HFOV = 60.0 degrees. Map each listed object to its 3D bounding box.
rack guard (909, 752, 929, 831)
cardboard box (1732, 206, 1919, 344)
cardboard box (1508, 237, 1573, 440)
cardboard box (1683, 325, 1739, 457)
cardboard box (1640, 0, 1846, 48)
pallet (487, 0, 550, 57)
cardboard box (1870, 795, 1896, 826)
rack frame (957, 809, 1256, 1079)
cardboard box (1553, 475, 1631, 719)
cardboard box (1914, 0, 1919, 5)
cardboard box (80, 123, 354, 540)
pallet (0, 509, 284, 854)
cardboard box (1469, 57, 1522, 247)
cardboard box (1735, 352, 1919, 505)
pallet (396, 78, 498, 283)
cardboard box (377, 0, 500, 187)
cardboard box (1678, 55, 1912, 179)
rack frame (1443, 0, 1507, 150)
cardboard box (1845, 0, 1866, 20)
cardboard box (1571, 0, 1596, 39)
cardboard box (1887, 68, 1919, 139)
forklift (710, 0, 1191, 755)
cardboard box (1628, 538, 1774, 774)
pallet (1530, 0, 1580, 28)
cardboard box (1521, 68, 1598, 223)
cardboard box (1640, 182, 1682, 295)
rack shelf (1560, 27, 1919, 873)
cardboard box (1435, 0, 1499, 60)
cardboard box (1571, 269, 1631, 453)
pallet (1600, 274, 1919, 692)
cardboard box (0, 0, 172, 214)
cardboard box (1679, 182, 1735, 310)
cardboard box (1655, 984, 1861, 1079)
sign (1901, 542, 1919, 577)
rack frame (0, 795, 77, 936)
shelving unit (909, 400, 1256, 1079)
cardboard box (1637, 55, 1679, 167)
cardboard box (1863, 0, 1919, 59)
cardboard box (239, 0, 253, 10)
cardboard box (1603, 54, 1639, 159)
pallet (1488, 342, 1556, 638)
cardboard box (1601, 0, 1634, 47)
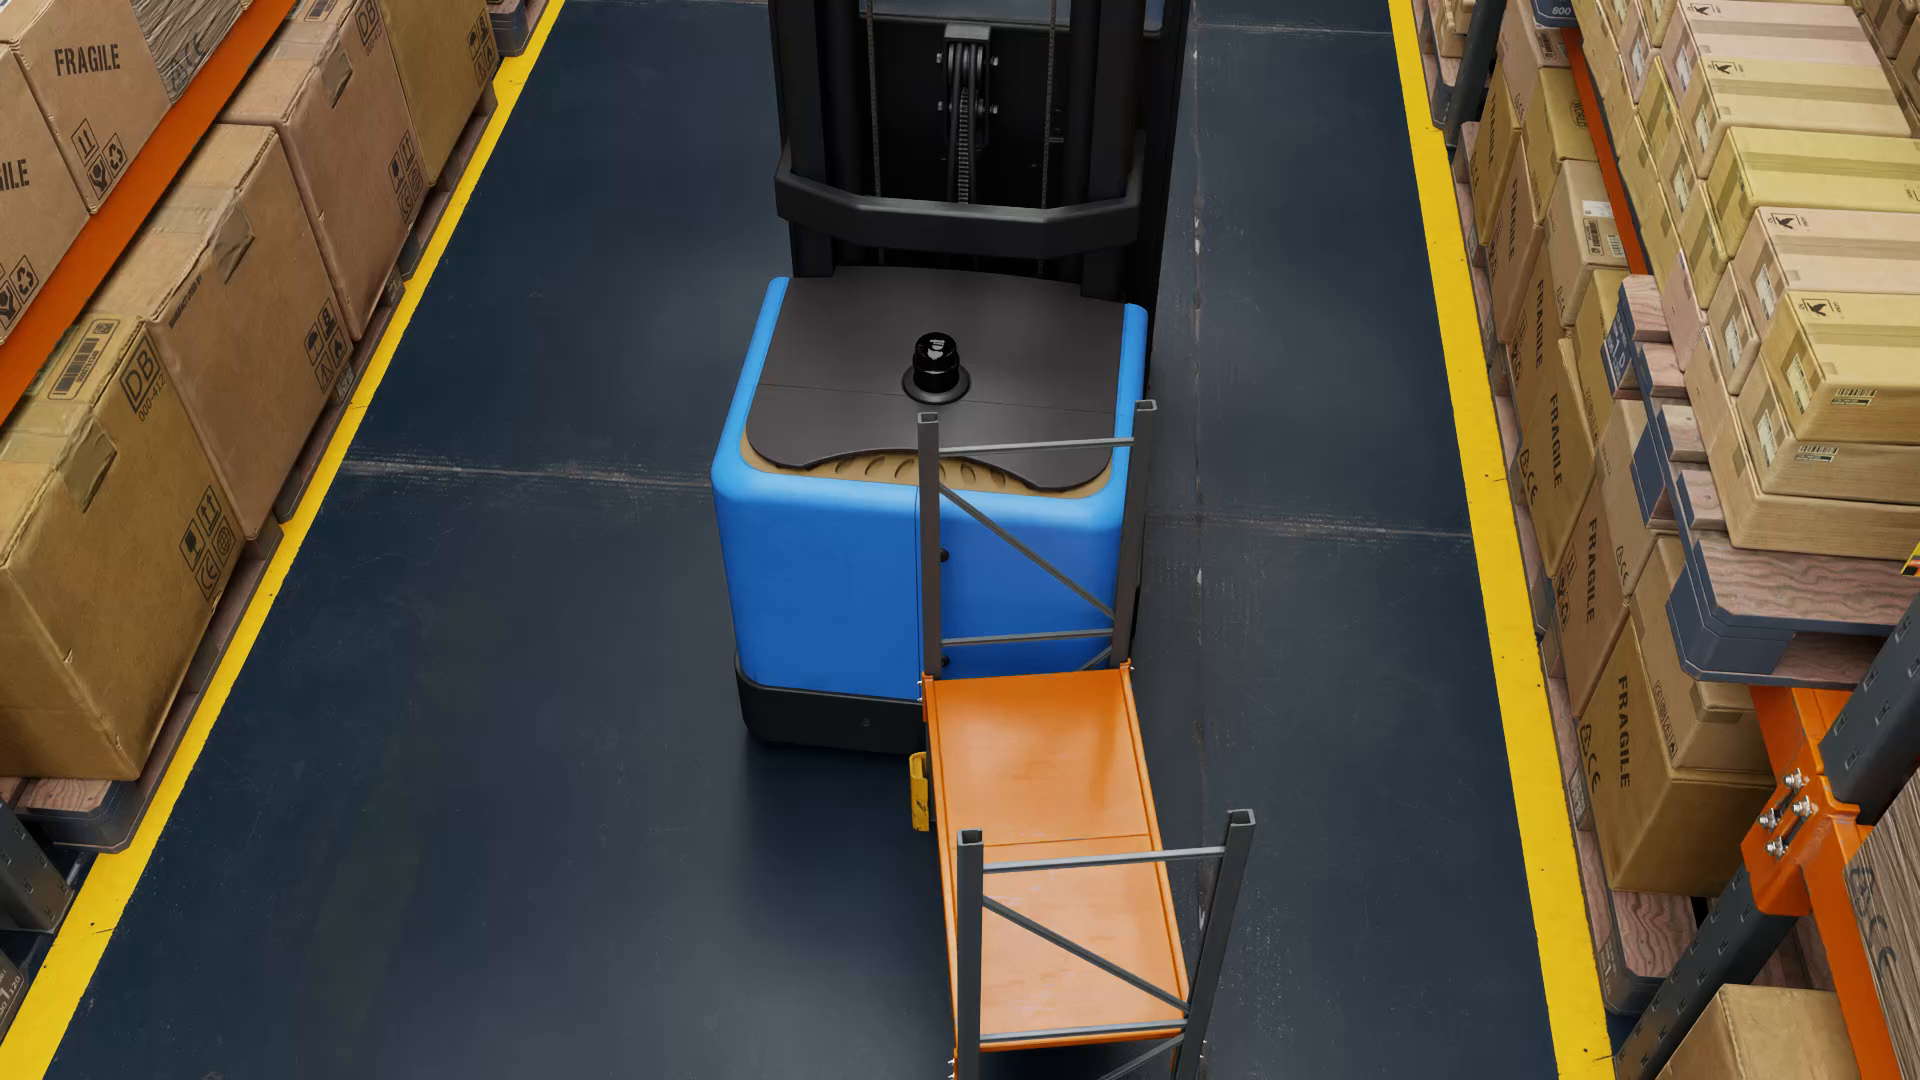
[{"bbox_3d":[0.161,0.661,4.476,0.587,0.250,0.087,-3,48,-3],"label":"rack guard"},{"bbox_3d":[1.706,-0.491,3.149,0.380,0.149,0.250,3,48,3],"label":"cardboard box"},{"bbox_3d":[2.045,-0.595,5.171,0.500,0.500,0.500,5,48,4],"label":"cardboard box"},{"bbox_3d":[1.705,-0.291,3.369,0.380,0.149,0.250,4,48,3],"label":"cardboard box"},{"bbox_3d":[1.801,-1.257,3.849,0.380,0.149,0.250,6,48,5],"label":"cardboard box"},{"bbox_3d":[-2.325,-2.617,7.501,1.003,0.211,1.213,4,48,4],"label":"pallet"},{"bbox_3d":[2.411,0.541,4.131,0.500,0.500,0.500,2,48,2],"label":"cardboard box"},{"bbox_3d":[0.245,0.986,3.332,0.500,1.500,0.032,-3,48,-3],"label":"rack frame"},{"bbox_3d":[1.944,0.162,4.479,0.500,0.500,0.500,6,48,5],"label":"cardboard box"},{"bbox_3d":[2.473,-1.391,3.972,0.380,0.149,0.250,3,48,3],"label":"cardboard box"},{"bbox_3d":[-2.665,-0.651,4.968,1.225,0.875,0.875,4,48,4],"label":"cardboard box"},{"bbox_3d":[-2.690,0.301,4.832,1.003,0.211,1.213,4,48,4],"label":"pallet"},{"bbox_3d":[2.126,-1.370,5.880,0.500,0.500,0.500,6,48,5],"label":"cardboard box"},{"bbox_3d":[1.685,-0.209,3.092,0.380,0.149,0.250,5,48,4],"label":"cardboard box"},{"bbox_3d":[-2.468,-1.492,6.471,1.003,0.211,1.213,4,48,4],"label":"pallet"},{"bbox_3d":[-2.511,-1.958,6.163,1.225,0.875,0.875,4,48,4],"label":"cardboard box"},{"bbox_3d":[1.751,-0.880,3.504,0.380,0.149,0.250,5,48,5],"label":"cardboard box"},{"bbox_3d":[2.458,-2.597,5.593,1.000,3.000,0.127,4,48,4],"label":"rack frame"},{"bbox_3d":[2.503,-1.391,4.376,0.380,0.149,0.250,6,48,5],"label":"cardboard box"},{"bbox_3d":[1.850,-1.436,4.416,0.380,0.149,0.250,3,48,3],"label":"cardboard box"},{"bbox_3d":[2.454,-1.004,4.022,0.380,0.149,0.250,4,48,4],"label":"cardboard box"},{"bbox_3d":[0.076,-1.451,4.590,1.130,2.935,3.031,5,48,5],"label":"forklift"},{"bbox_3d":[1.894,0.271,3.871,0.500,0.250,0.500,3,48,3],"label":"cardboard box"},{"bbox_3d":[2.243,-1.981,5.159,1.003,0.211,1.213,4,48,4],"label":"pallet"},{"bbox_3d":[2.081,-1.232,5.245,0.500,0.250,0.500,5,48,5],"label":"cardboard box"},{"bbox_3d":[1.754,-0.663,3.709,0.380,0.149,0.250,3,48,3],"label":"cardboard box"},{"bbox_3d":[2.275,-0.885,4.514,1.077,0.370,4.000,4,48,4],"label":"rack shelf"},{"bbox_3d":[2.154,-2.088,6.774,0.380,0.149,0.250,4,48,4],"label":"cardboard box"},{"bbox_3d":[1.991,-0.474,4.552,0.500,0.250,0.500,5,48,4],"label":"cardboard box"},{"bbox_3d":[2.052,-0.124,3.461,1.213,0.211,1.003,4,48,4],"label":"pallet"},{"bbox_3d":[-2.434,-1.194,4.242,0.500,0.500,0.500,3,48,3],"label":"cardboard box"},{"bbox_3d":[1.729,-0.599,3.449,0.380,0.149,0.250,5,48,4],"label":"cardboard box"},{"bbox_3d":[1.948,1.401,3.176,1.050,0.750,0.750,3,48,3],"label":"cardboard box"},{"bbox_3d":[1.552,-0.051,2.533,0.100,0.325,0.005,4,48,4],"label":"sign"},{"bbox_3d":[-2.837,-0.066,3.277,1.000,3.000,0.127,4,48,4],"label":"rack frame"},{"bbox_3d":[0.202,0.605,3.680,0.587,1.500,1.083,-3,48,-3],"label":"shelving unit"},{"bbox_3d":[1.777,-0.965,3.784,0.380,0.149,0.250,4,48,3],"label":"cardboard box"},{"bbox_3d":[2.474,-1.302,4.092,0.380,0.149,0.250,5,48,5],"label":"cardboard box"},{"bbox_3d":[-2.336,-1.929,4.914,0.500,0.500,0.500,3,48,3],"label":"cardboard box"},{"bbox_3d":[1.802,-1.050,4.064,0.380,0.149,0.250,5,48,5],"label":"cardboard box"},{"bbox_3d":[2.279,-0.185,5.276,1.003,0.211,1.213,4,48,4],"label":"pallet"},{"bbox_3d":[1.823,-1.347,4.133,0.380,0.149,0.250,3,48,3],"label":"cardboard box"}]
